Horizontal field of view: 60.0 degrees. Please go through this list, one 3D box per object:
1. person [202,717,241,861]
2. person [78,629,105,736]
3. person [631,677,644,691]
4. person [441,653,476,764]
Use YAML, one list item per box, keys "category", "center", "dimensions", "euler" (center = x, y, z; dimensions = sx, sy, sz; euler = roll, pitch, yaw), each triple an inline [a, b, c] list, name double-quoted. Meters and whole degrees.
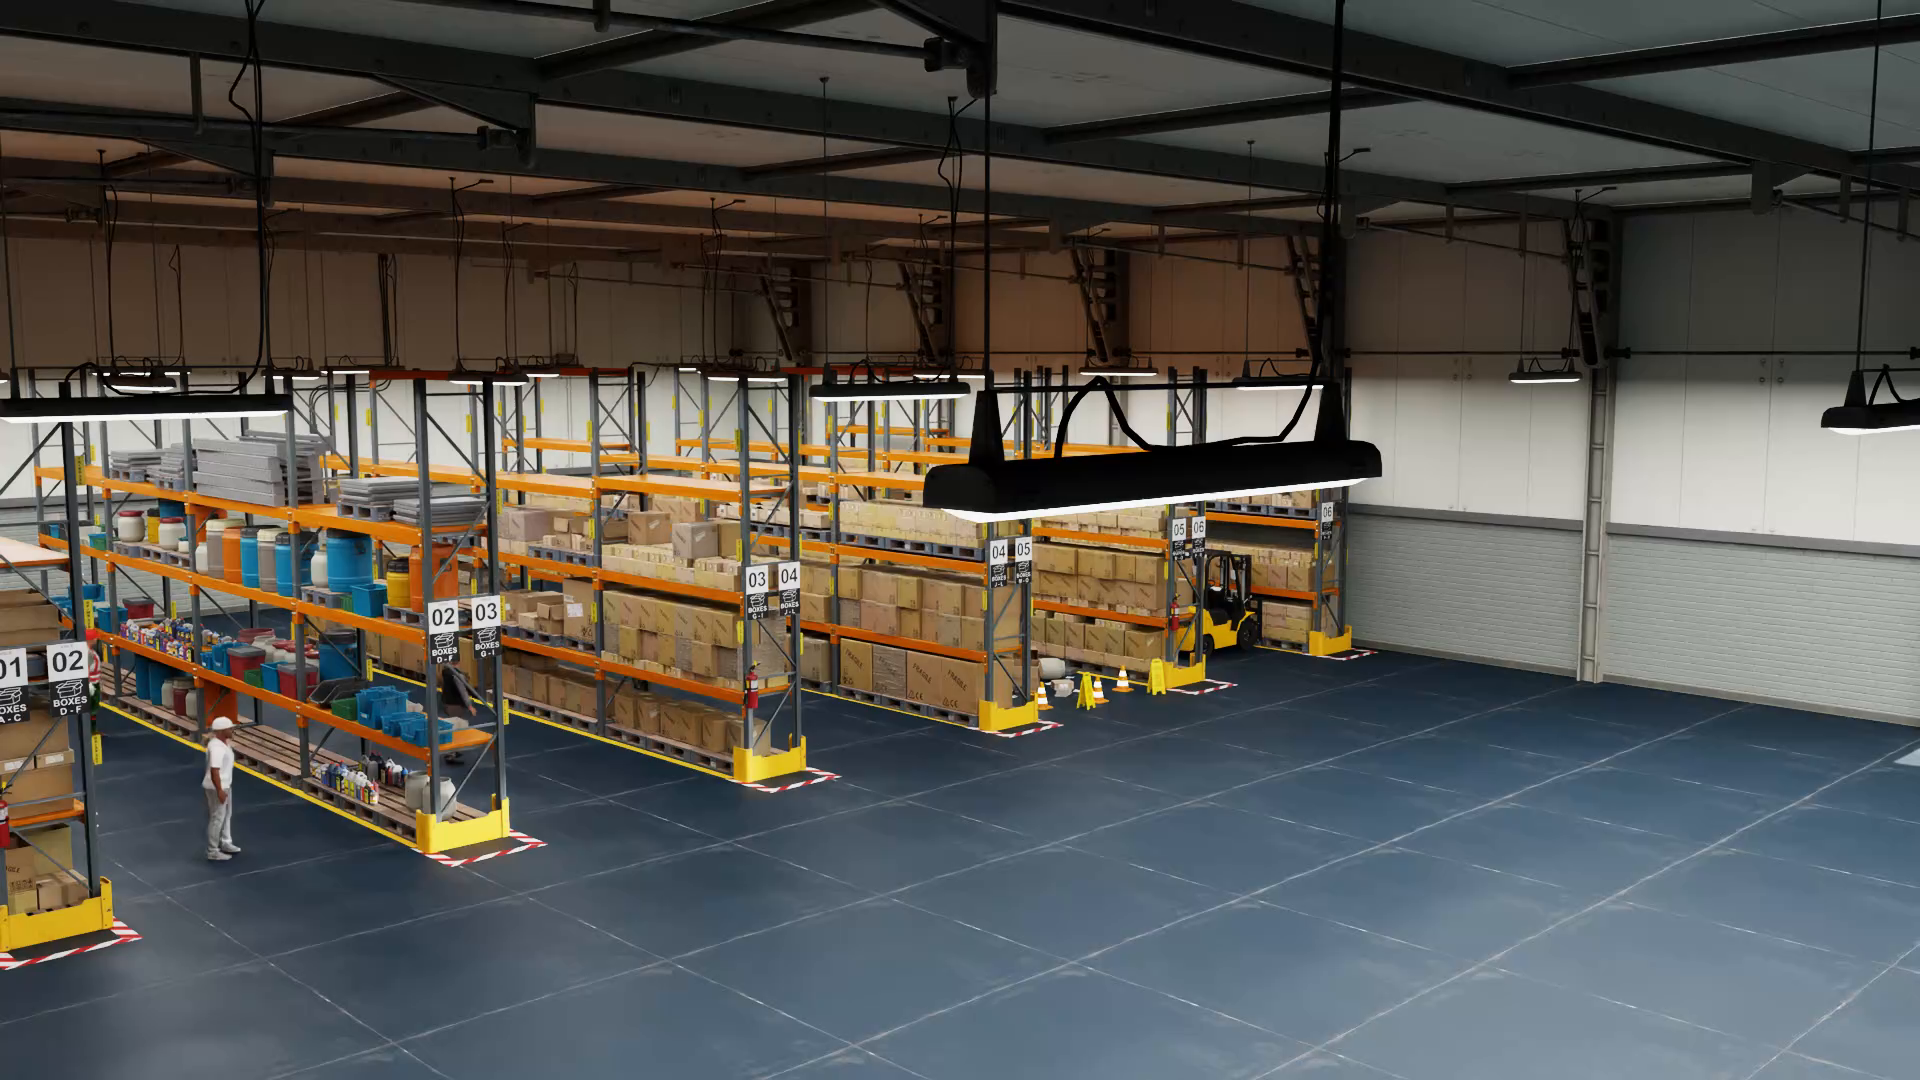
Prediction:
- category: "person"
  center: [-9.288, 3.103, 20.912]
  dimensions: [0.421, 1.777, 0.659]
  euler: [-1, 7, -13]
- category: "person"
  center: [-14.269, 2.360, 27.292]
  dimensions: [0.360, 1.803, 0.592]
  euler: [-1, 7, -11]
- category: "person"
  center: [-5.792, 2.051, 30.062]
  dimensions: [0.541, 1.765, 0.779]
  euler: [-1, 7, -11]
- category: "person"
  center: [-7.819, 2.596, 25.802]
  dimensions: [0.490, 1.763, 0.684]
  euler: [-4, 8, -32]
